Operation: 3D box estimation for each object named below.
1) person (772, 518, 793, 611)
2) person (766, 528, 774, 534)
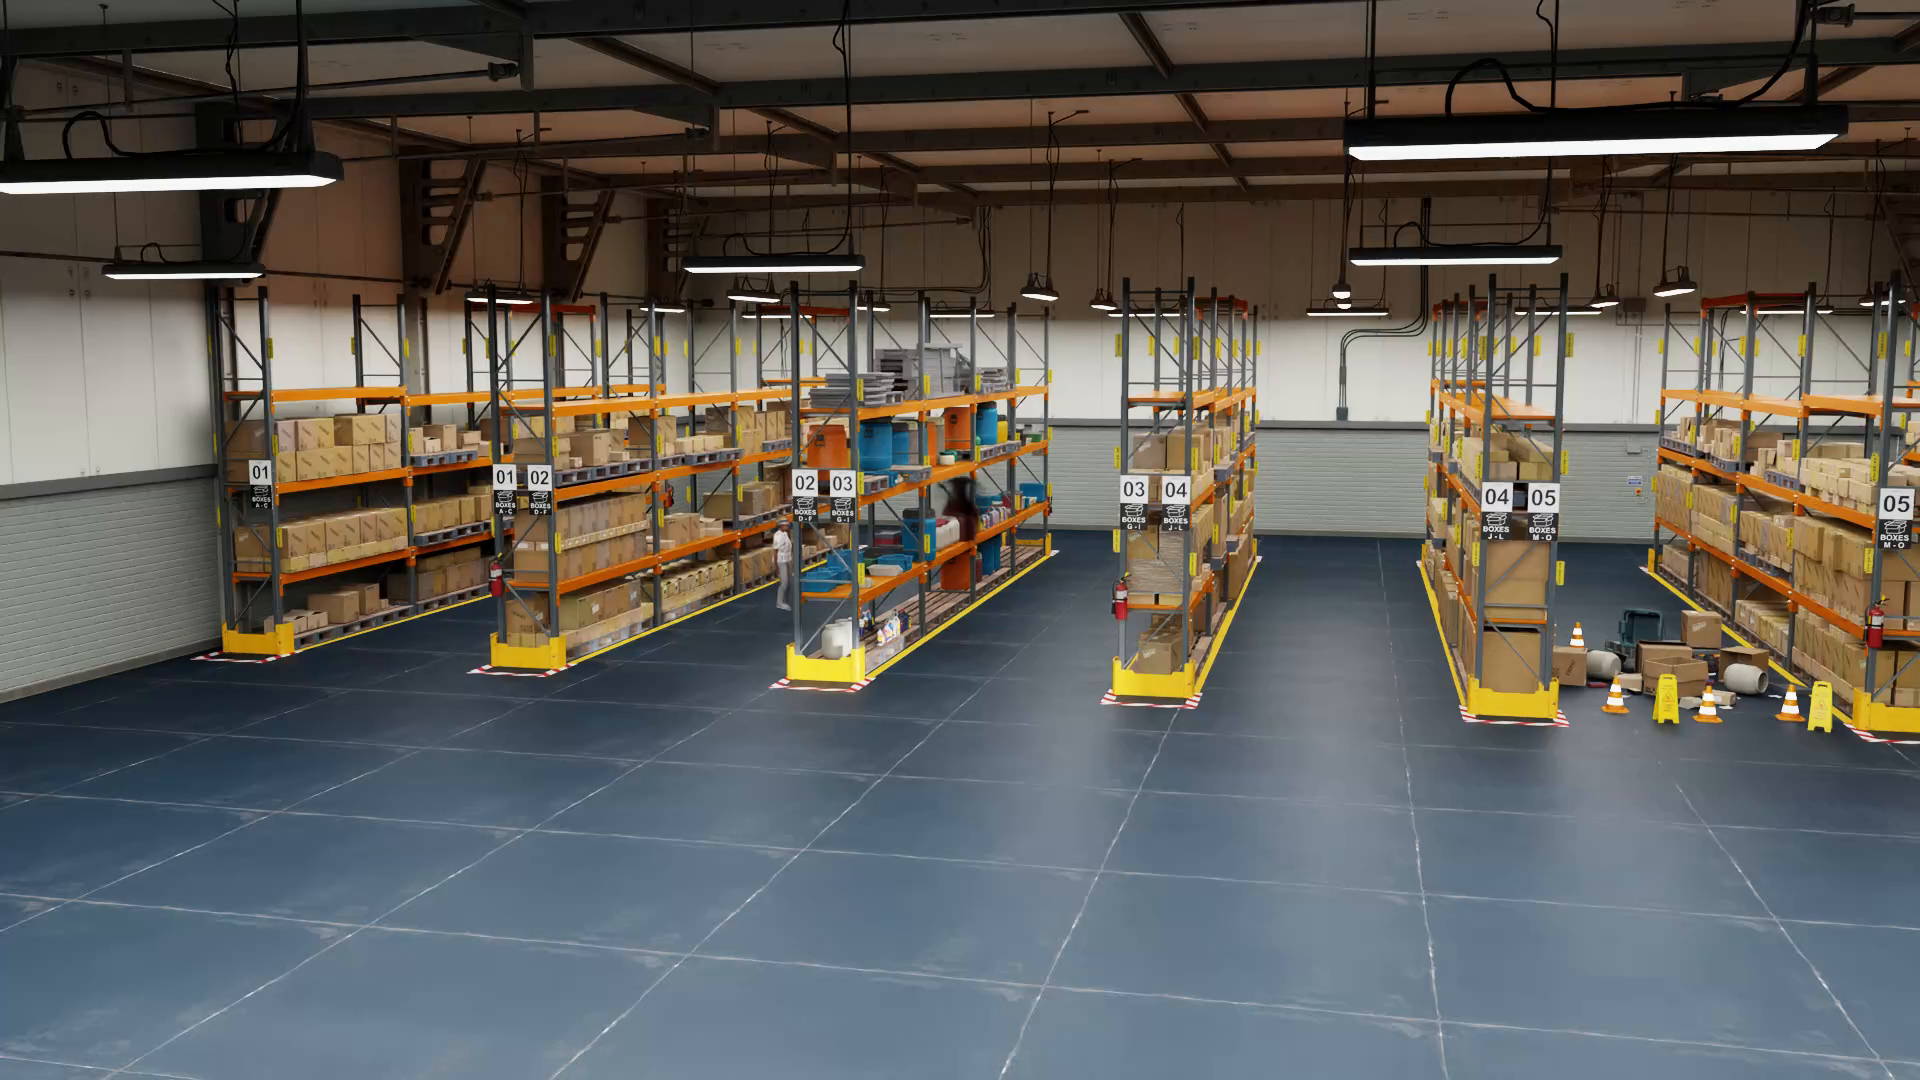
[{"bbox_3d":[-3.239,0.455,30.305,0.423,1.737,0.541,3,7,24],"label":"person"},{"bbox_3d":[-4.936,-0.896,43.575,0.472,1.758,0.583,3,7,21],"label":"person"}]
